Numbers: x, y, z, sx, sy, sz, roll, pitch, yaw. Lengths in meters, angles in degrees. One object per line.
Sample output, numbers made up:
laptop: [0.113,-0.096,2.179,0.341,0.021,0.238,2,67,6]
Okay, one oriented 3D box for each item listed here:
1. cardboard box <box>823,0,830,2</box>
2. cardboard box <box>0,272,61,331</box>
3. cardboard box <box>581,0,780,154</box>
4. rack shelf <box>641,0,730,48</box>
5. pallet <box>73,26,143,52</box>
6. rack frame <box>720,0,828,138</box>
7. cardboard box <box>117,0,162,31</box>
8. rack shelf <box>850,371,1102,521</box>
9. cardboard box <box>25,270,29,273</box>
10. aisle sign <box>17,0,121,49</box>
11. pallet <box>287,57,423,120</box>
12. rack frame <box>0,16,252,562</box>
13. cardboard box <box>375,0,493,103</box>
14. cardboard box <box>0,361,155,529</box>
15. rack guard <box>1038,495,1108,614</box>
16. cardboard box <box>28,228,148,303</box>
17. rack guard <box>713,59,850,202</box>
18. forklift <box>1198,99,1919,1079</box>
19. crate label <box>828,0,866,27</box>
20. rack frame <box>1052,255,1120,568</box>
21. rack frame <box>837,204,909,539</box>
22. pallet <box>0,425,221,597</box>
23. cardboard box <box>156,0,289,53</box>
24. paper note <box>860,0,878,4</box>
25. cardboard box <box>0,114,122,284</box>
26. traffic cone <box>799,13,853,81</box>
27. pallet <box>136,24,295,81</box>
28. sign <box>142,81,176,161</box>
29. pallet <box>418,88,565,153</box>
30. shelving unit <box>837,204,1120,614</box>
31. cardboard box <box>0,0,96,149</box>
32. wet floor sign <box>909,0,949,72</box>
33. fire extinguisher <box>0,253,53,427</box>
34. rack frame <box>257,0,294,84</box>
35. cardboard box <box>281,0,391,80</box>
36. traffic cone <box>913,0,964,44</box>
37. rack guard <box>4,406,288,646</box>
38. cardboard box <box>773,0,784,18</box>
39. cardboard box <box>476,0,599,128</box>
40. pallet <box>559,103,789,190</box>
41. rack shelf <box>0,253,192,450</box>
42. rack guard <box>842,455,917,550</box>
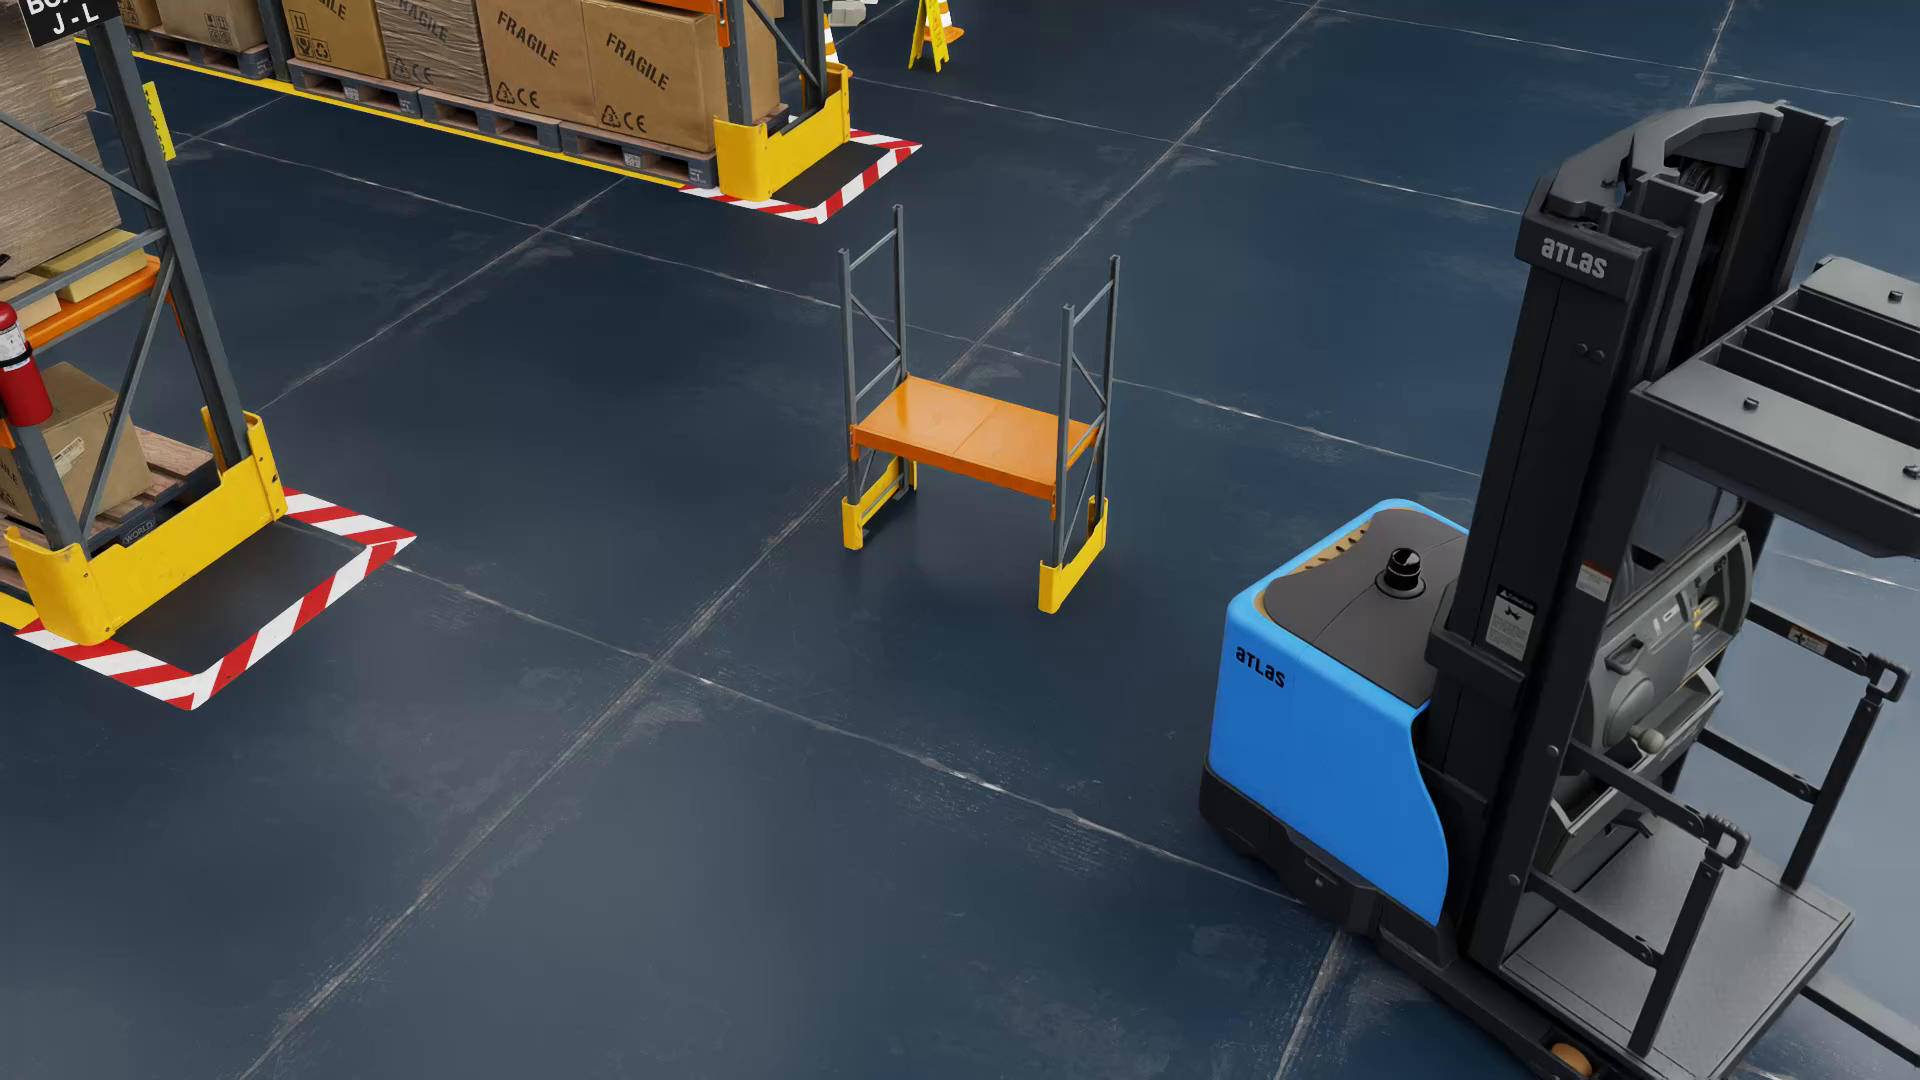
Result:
cardboard box: [-1.075,-4.530,13.594,0.380,0.149,0.250,-21,42,-25]
cardboard box: [-3.888,-0.933,6.706,0.250,0.149,0.380,17,41,21]
cardboard box: [-1.802,-3.174,10.860,0.875,0.875,0.875,18,41,22]
rack shelf: [-2.945,-3.969,11.093,4.000,0.370,1.077,17,41,21]
pallet: [-6.529,-4.214,13.127,1.213,0.211,1.003,17,41,21]
rack frame: [-1.169,-3.700,10.143,0.127,3.000,1.000,17,41,21]
cardboard box: [-6.169,-4.478,12.681,0.750,0.750,1.050,17,41,21]
rack shelf: [0.076,-0.430,7.374,1.000,0.185,0.538,17,41,21]
cardboard box: [-3.897,-1.252,7.126,0.250,0.149,0.380,17,41,21]
aisle sign: [-3.347,-2.244,6.076,0.004,0.787,0.394,17,41,21]
pallet: [-4.082,-3.448,12.118,1.213,0.211,1.003,17,41,21]
rack frame: [-3.540,-1.065,6.672,0.127,3.000,1.000,17,41,21]
cardboard box: [-3.393,-3.672,11.517,0.875,0.875,0.875,18,41,22]
cardboard box: [-4.087,-0.419,7.541,0.500,0.500,0.500,25,44,29]
rack guard: [0.510,0.060,7.464,0.087,0.250,0.587,17,41,21]
cardboard box: [-3.684,-1.172,7.021,0.250,0.149,0.380,17,41,21]
rack guard: [-1.148,-2.698,10.890,0.348,0.500,1.175,17,41,21]
forklift: [2.265,0.363,4.847,1.130,2.935,3.031,-29,46,-32]
crate label: [-0.893,-4.167,13.126,0.298,0.136,0.250,-2,37,-2]
rack frame: [0.527,-0.432,7.079,0.032,1.500,0.500,17,41,21]
rack frame: [-0.376,-0.715,7.451,0.032,1.500,0.500,17,41,21]
pallet: [-4.313,-0.220,7.866,1.213,0.211,1.003,17,41,21]
cardboard box: [-5.314,-4.208,12.325,0.750,0.750,1.050,17,40,21]
paper note: [-0.737,-4.397,13.517,0.142,0.019,0.148,4,37,6]
cardboard box: [-4.016,-1.391,6.773,0.500,0.500,0.875,17,41,21]
traffic cone: [-0.988,-3.599,12.109,0.334,0.463,0.336,17,41,21]
pallet: [-5.441,-3.875,12.681,1.213,0.211,1.003,17,41,21]
sign: [-3.291,-1.701,6.794,0.005,0.325,0.100,17,41,21]
pallet: [-2.995,-3.109,11.672,1.213,0.211,1.003,17,41,21]
shelving unit: [0.068,-0.576,7.269,1.083,1.500,0.587,17,41,21]
cardboard box: [-3.903,-1.921,6.644,0.500,0.500,0.500,17,41,21]
wet floor sign: [-0.233,-3.817,12.245,0.232,0.644,0.267,11,38,14]
fire extinguisher: [-3.650,-0.755,6.328,0.183,0.674,0.296,17,41,21]
rack frame: [-4.721,-4.812,11.608,0.127,3.000,1.000,17,41,21]
cardboard box: [-4.195,-3.921,11.844,0.875,0.875,0.875,18,41,22]
traffic cone: [-0.166,-4.112,12.784,0.334,0.463,0.336,17,41,21]
rack guard: [-3.608,-0.090,7.456,0.348,0.500,1.175,17,41,21]
cardboard box: [-1.707,-4.520,13.289,0.637,0.503,0.797,-8,38,-10]
cardboard box: [-2.584,-3.417,11.181,0.875,0.875,0.875,17,40,21]
pallet: [-1.915,-2.769,11.224,1.213,0.211,1.003,17,41,21]
rack shelf: [-5.316,-1.335,7.622,4.000,0.370,1.077,17,41,21]
rack guard: [-0.375,-0.217,7.829,0.087,0.250,0.587,17,41,21]
